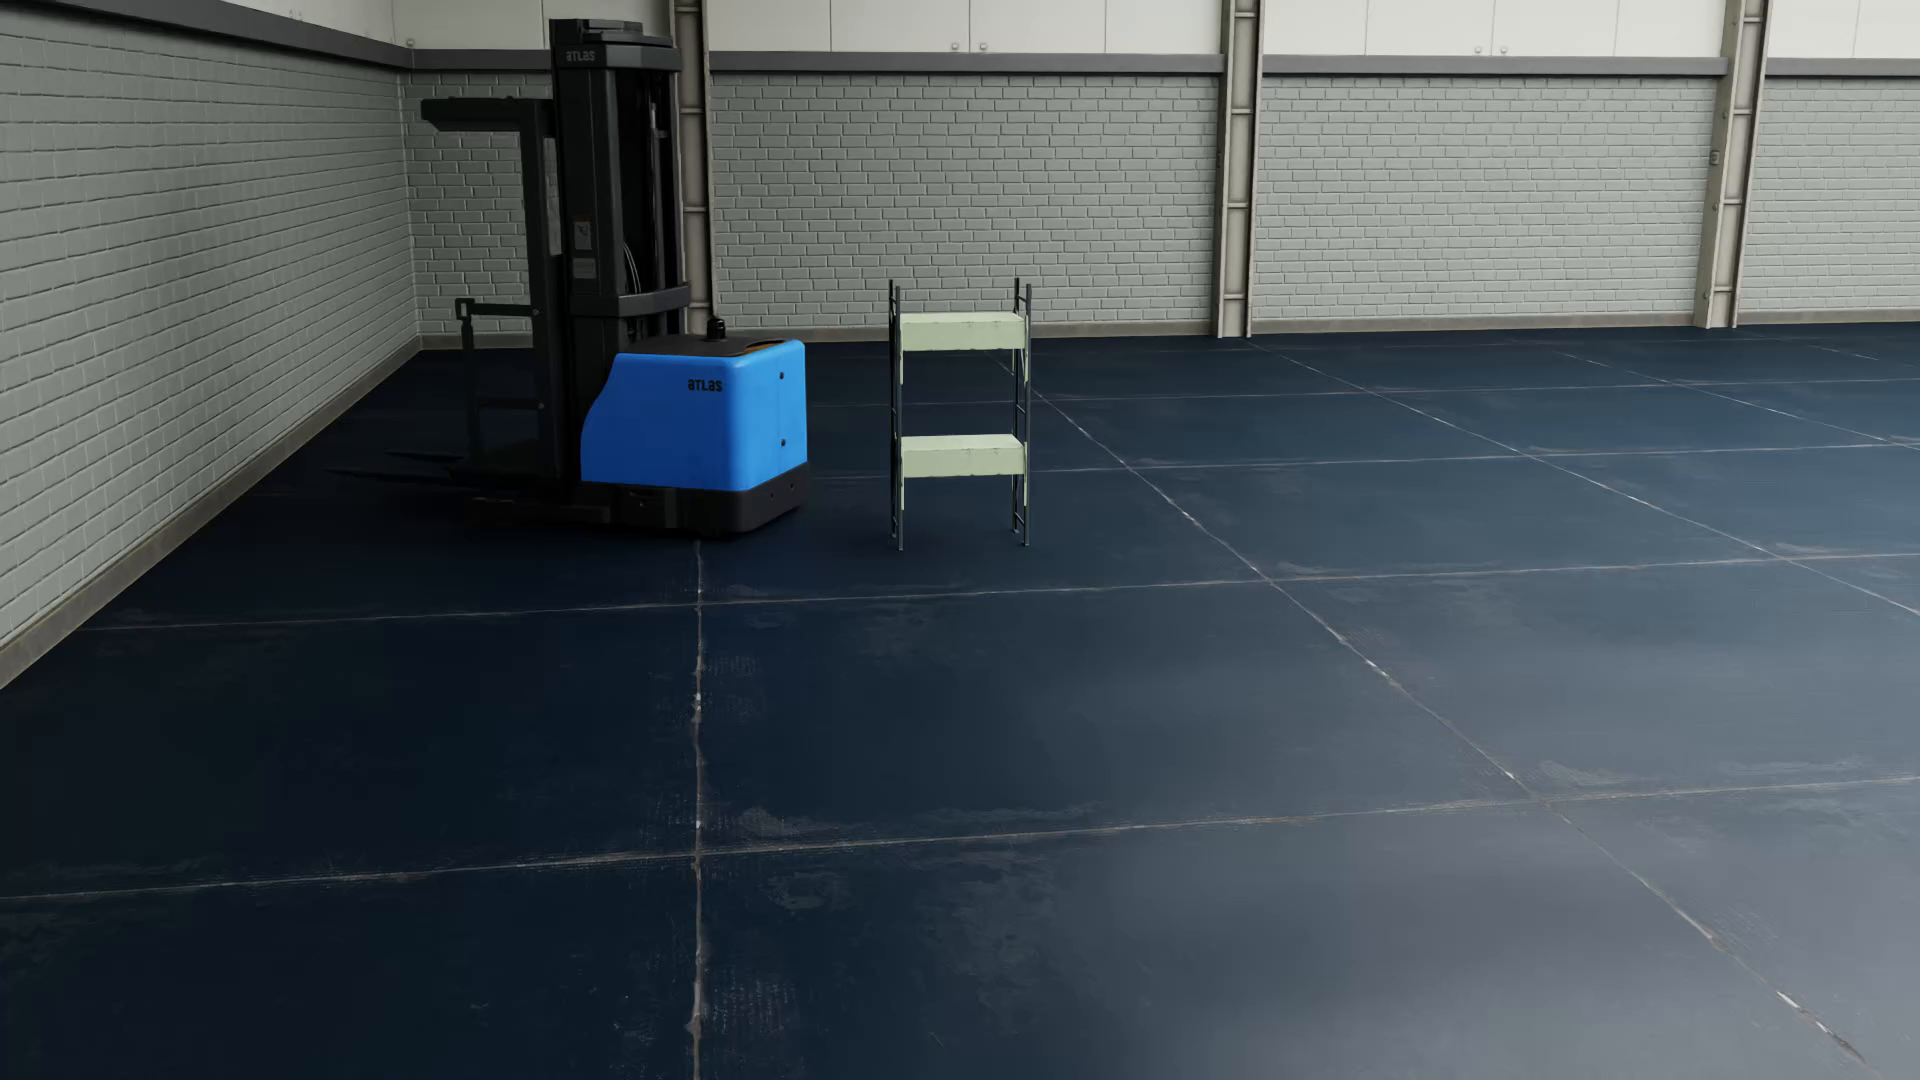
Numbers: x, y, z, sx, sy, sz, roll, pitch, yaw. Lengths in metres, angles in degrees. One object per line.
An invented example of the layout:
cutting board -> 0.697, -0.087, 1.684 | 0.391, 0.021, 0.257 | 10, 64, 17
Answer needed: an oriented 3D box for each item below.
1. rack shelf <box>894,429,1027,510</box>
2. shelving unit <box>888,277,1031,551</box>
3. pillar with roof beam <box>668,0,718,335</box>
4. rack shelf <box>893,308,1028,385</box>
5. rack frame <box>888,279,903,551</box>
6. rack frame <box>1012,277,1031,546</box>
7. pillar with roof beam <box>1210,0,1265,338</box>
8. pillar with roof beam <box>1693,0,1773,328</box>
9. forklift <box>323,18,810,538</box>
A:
rack shelf -> -0.007, -0.411, 9.618 | 0.720, 0.370, 0.431 | -2, 14, -8
shelving unit -> -0.007, -0.727, 9.538 | 0.755, 1.500, 0.431 | -2, 14, -8
pillar with roof beam -> -2.194, -5.453, 12.964 | 0.400, 9.000, 9.100 | -2, 14, -8
rack shelf -> -0.007, -1.106, 9.443 | 0.720, 0.370, 0.431 | -2, 14, -8
rack frame -> -0.369, -0.714, 9.486 | 0.023, 1.500, 0.400 | -2, 14, -8
rack frame -> 0.355, -0.740, 9.591 | 0.023, 1.500, 0.400 | -2, 14, -8
pillar with roof beam -> 3.739, -5.670, 13.831 | 0.400, 9.000, 9.100 | -2, 14, -8
pillar with roof beam -> 9.672, -5.887, 14.698 | 0.400, 9.000, 9.100 | -2, 14, -8
forklift -> -2.517, -1.621, 10.160 | 3.031, 2.935, 1.130 | 4, 15, 17
